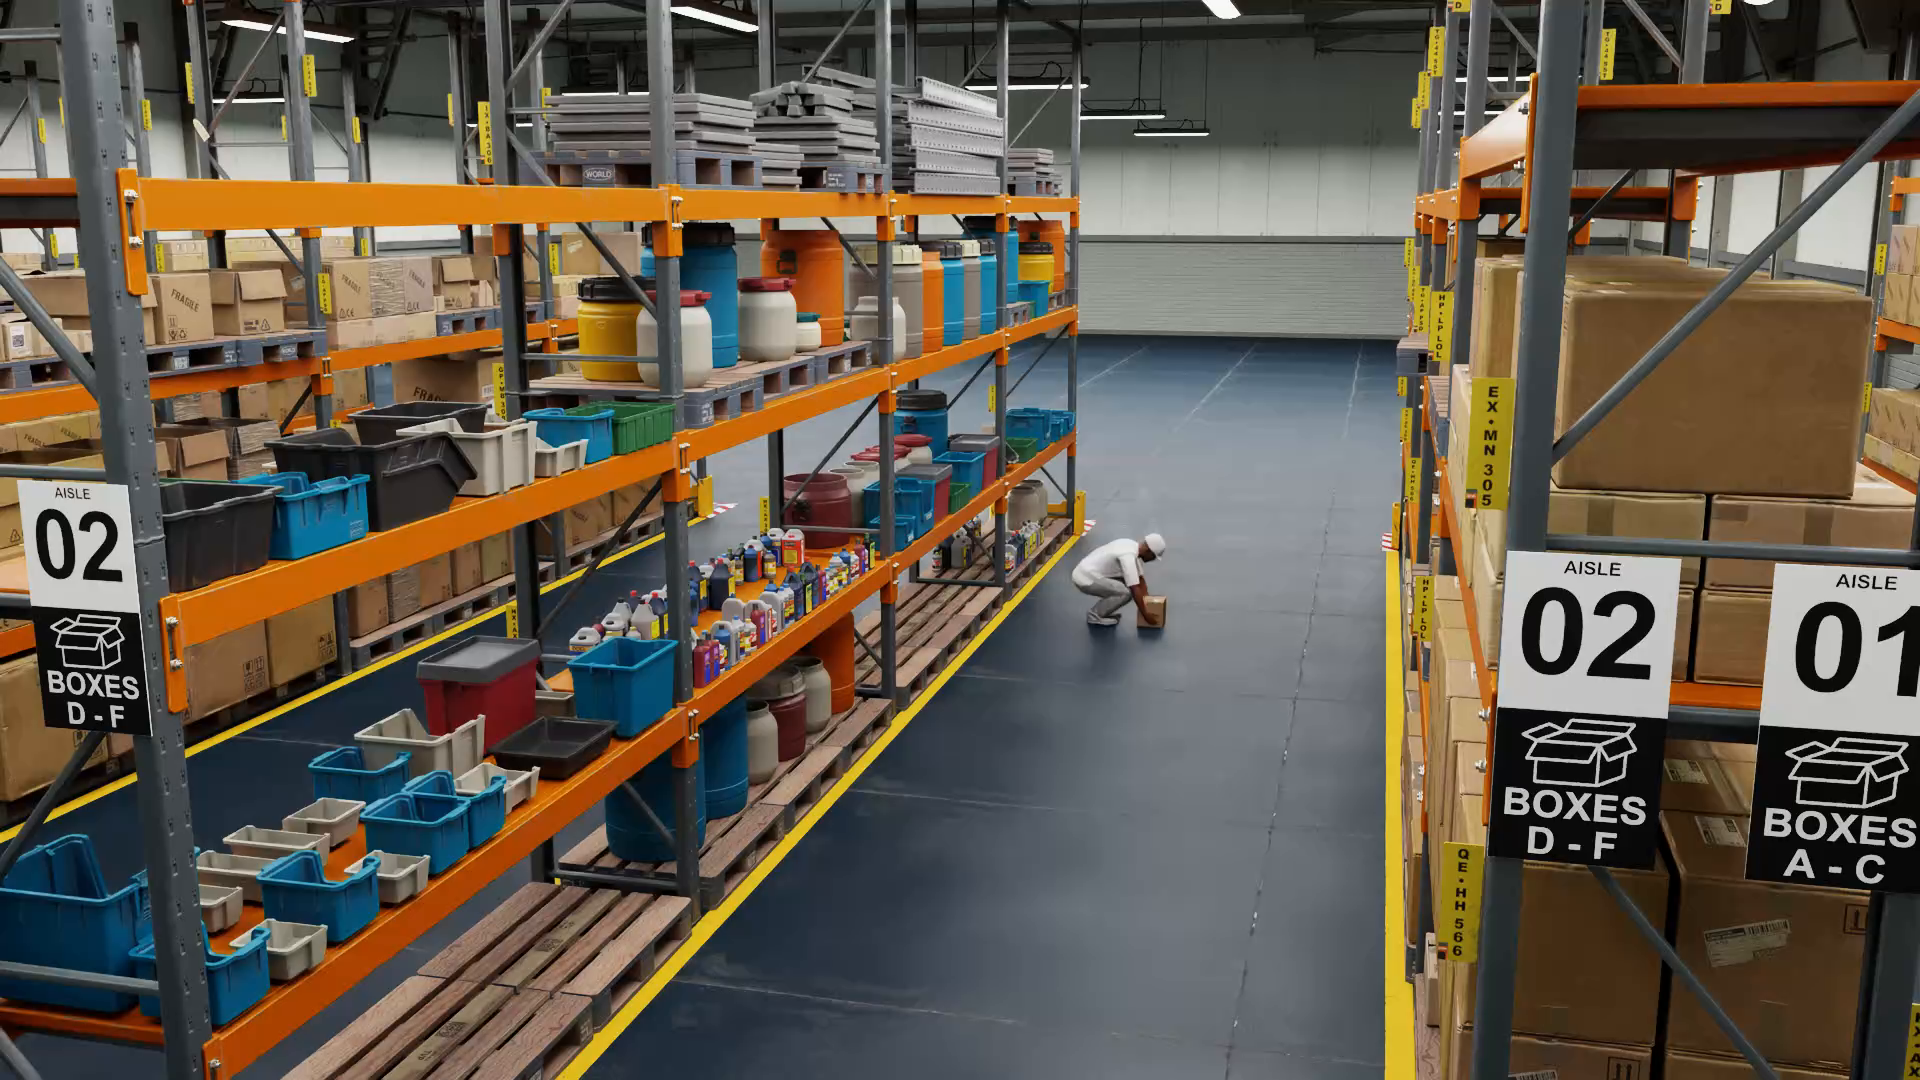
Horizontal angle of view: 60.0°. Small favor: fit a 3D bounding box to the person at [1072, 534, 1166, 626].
[{"bbox_3d":[1.556,0.367,16.290,0.896,0.894,0.566,3,12,14],"label":"person"}]
